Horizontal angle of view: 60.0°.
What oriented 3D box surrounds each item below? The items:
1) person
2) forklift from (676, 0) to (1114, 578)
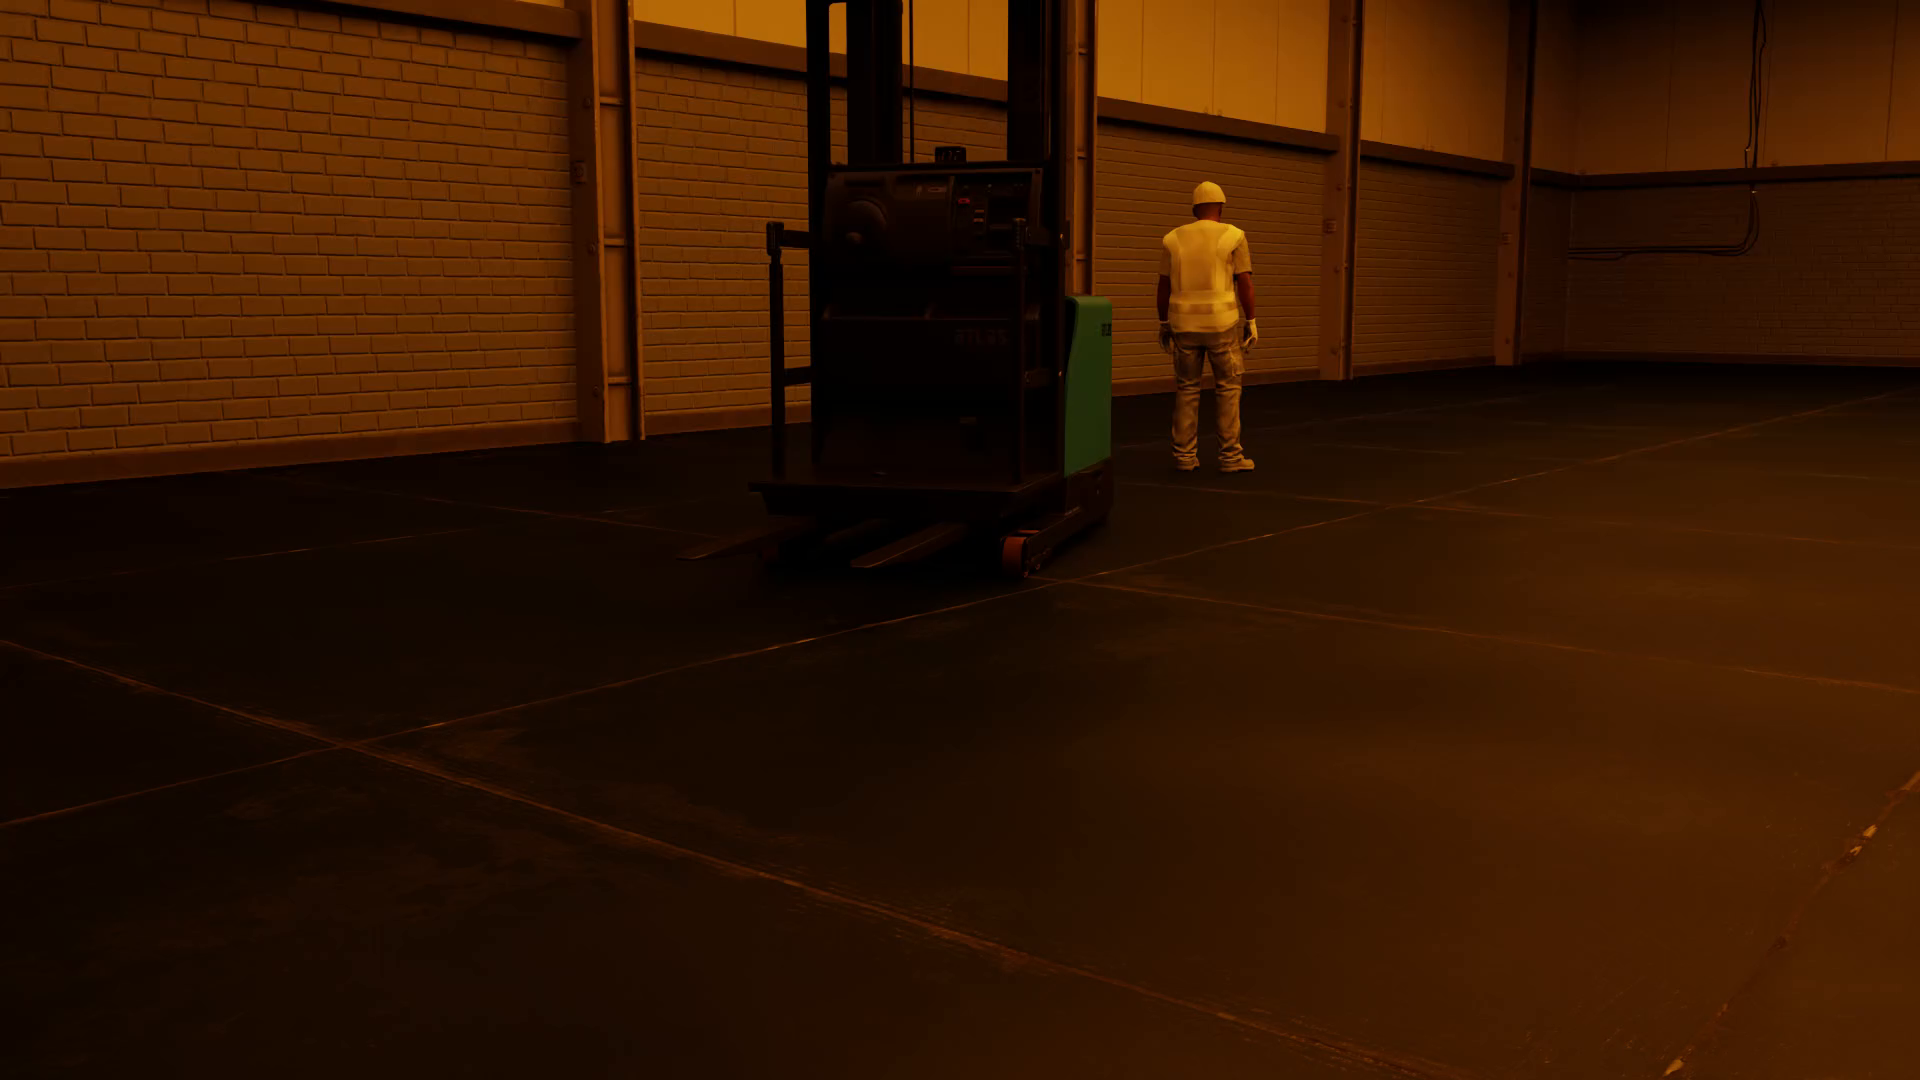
[{"bbox_3d":[1.523,-1.313,10.264,0.624,1.773,0.451,4,9,25],"label":"person"},{"bbox_3d":[-0.176,-1.366,6.616,1.130,2.935,3.031,3,9,17],"label":"forklift"}]
